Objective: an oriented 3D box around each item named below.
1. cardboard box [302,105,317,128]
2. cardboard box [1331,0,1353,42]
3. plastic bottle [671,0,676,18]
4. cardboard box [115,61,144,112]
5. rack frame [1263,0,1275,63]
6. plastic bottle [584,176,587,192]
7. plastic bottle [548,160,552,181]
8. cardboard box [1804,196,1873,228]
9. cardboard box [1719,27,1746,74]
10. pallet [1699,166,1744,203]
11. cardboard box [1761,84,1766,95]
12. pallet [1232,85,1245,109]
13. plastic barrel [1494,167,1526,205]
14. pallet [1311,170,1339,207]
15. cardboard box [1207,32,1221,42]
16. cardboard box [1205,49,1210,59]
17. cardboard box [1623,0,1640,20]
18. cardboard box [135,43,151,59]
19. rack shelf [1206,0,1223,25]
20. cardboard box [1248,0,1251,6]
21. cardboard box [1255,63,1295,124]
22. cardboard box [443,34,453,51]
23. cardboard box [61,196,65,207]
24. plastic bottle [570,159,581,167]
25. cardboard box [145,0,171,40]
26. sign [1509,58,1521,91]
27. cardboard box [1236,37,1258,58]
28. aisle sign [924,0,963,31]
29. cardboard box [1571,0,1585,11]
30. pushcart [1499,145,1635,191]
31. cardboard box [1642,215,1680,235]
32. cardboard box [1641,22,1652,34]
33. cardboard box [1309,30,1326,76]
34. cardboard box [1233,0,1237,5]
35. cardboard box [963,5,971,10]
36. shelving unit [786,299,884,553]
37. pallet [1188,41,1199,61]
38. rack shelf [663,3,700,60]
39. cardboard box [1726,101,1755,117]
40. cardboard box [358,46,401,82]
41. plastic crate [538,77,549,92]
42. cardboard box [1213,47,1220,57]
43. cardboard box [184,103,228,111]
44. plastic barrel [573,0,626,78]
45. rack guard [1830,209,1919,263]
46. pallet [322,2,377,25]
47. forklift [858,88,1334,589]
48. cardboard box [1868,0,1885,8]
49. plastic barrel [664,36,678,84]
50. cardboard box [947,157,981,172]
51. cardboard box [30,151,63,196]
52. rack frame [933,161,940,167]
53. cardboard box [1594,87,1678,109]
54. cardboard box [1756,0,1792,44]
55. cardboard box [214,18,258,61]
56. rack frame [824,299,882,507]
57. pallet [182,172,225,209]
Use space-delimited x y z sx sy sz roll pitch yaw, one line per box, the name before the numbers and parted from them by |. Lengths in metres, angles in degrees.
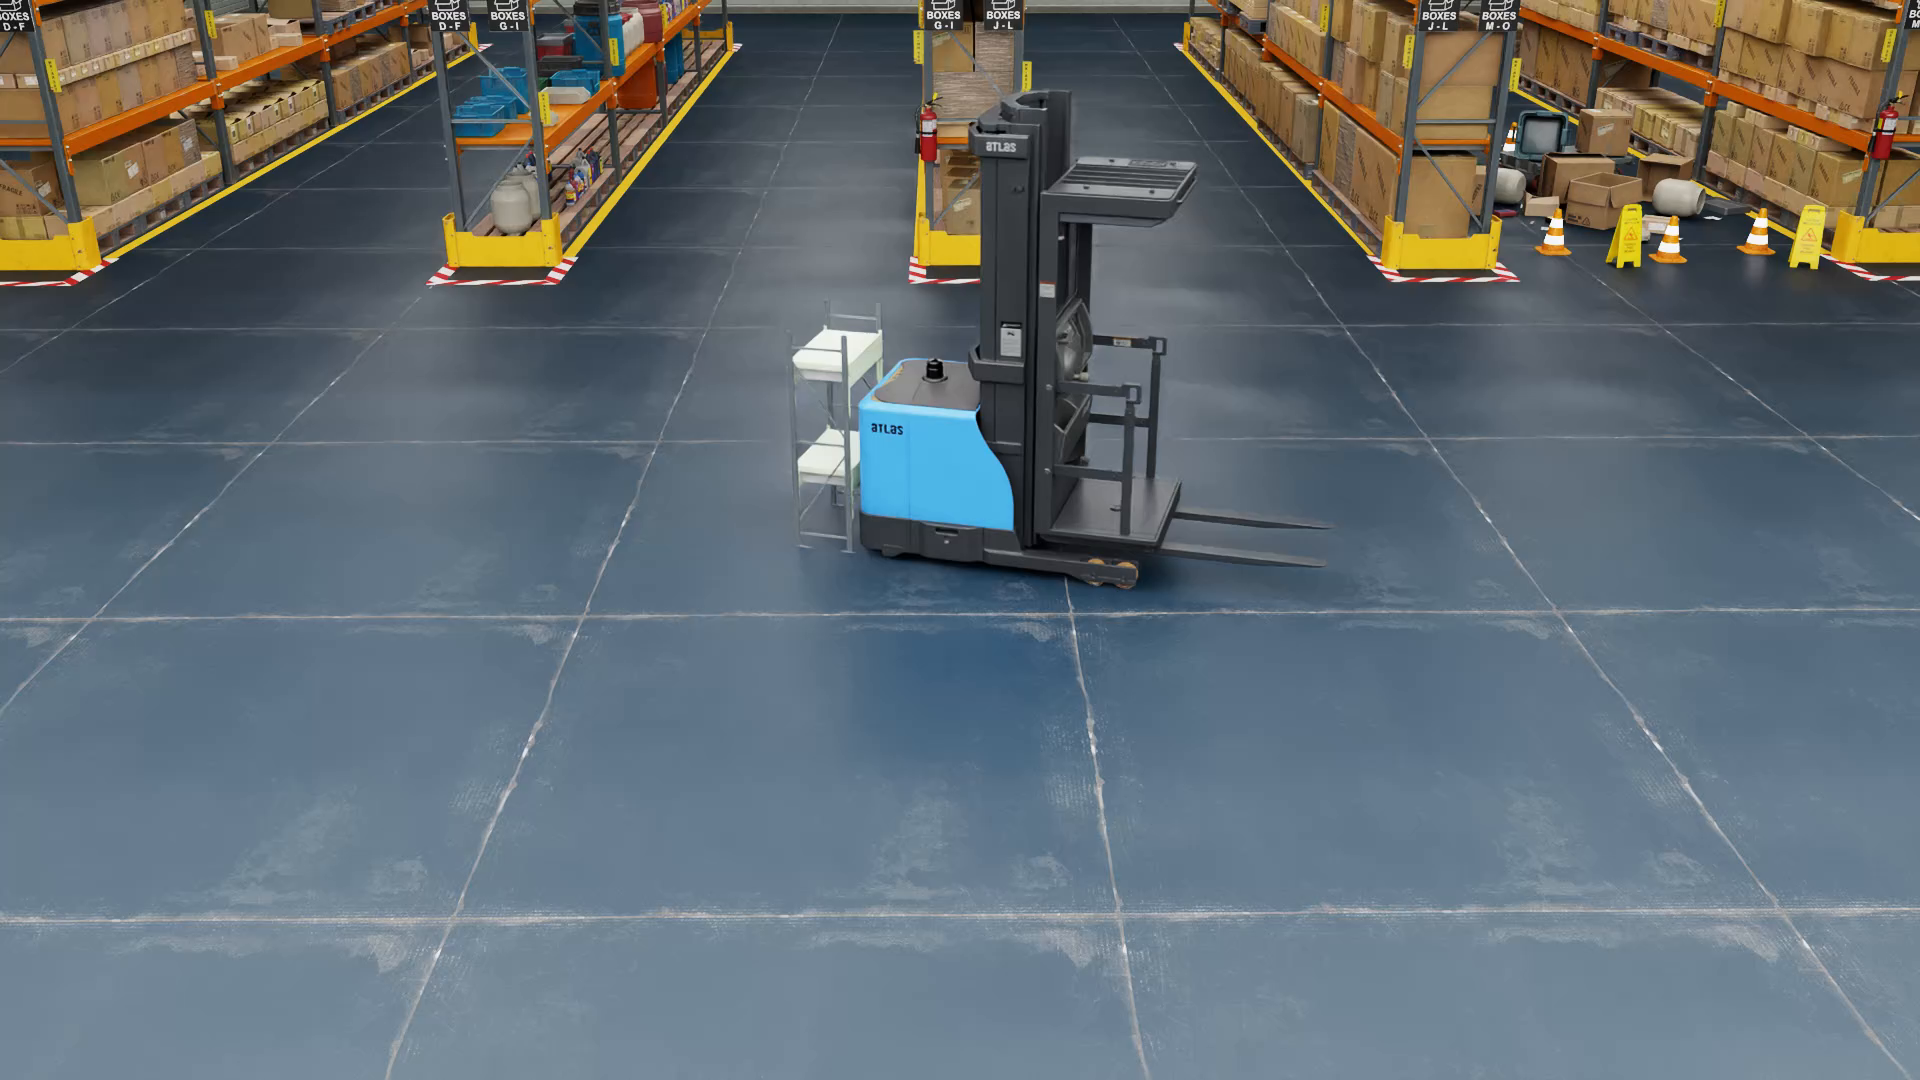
cardboard box | -9.599 -6.095 23.914 0.500 0.250 0.500 -1 24 -1
cardboard box | 5.022 -6.368 20.198 0.875 0.550 0.550 0 24 -1
plastic bottle | -4.559 -8.435 26.402 0.061 0.283 0.133 0 24 -1
cardboard box | -9.782 -5.164 18.907 0.700 0.500 0.500 0 24 1
rack frame | 5.009 -7.608 24.433 1.000 3.000 0.127 0 24 -1
plastic bottle | -4.533 -4.291 19.959 0.097 0.201 0.097 0 24 0
plastic bottle | -5.123 -4.617 20.499 0.144 0.351 0.185 0 24 -1
cardboard box | 9.767 -3.656 18.521 0.500 0.250 0.500 0 24 -1
cardboard box | 9.727 -6.023 20.444 0.500 0.500 0.500 0 24 -1
pallet | 10.044 -4.477 20.893 1.003 0.211 1.213 0 24 -1
cardboard box | 9.774 -5.353 19.751 0.380 0.149 0.250 0 24 -1
pallet | 4.992 -7.161 26.828 1.003 0.211 1.213 0 24 -1
plastic barrel | 6.599 -4.326 20.301 0.512 0.421 0.421 19 30 35
pallet | 4.983 -4.376 20.669 1.003 0.211 1.213 0 24 -1
cardboard box | 4.629 -8.992 29.719 0.380 0.149 0.250 -1 24 -3
cardboard box | 4.609 -8.736 29.875 0.380 0.149 0.250 0 24 -1
cardboard box | 9.744 -7.644 23.518 0.500 0.500 0.500 1 24 2
cardboard box | -9.584 -5.643 19.179 0.380 0.149 0.250 0 24 1
rack shelf | 4.944 -9.753 30.047 1.077 0.370 4.000 0 24 -1
cardboard box | 4.544 -8.132 25.025 0.380 0.149 0.250 1 24 1
cardboard box | 4.926 -6.523 24.254 1.050 0.750 0.750 -1 24 -1
cardboard box | -9.712 -9.214 30.786 0.500 0.250 0.500 0 24 -1
cardboard box | -10.089 -3.652 18.513 0.500 0.250 0.500 0 24 -1
plastic bottle | -4.711 -4.562 20.469 0.152 0.276 0.135 0 24 -1
cardboard box | -9.796 -6.182 19.583 0.700 0.500 0.500 0 24 -1
sign | 5.651 -4.742 16.949 0.100 0.325 0.005 0 24 -1
cardboard box | 4.719 -7.915 26.725 0.500 0.250 0.500 1 24 1
aisle sign | -0.164 -5.489 16.591 0.394 0.787 0.004 0 24 -1
cardboard box | 9.689 -8.241 25.408 0.500 0.250 0.500 -1 24 -2
pushcart | 7.722 -4.798 21.402 1.648 0.377 0.936 -9 26 -19
cardboard box | 8.011 -3.608 19.046 0.380 0.149 0.250 13 27 27
cardboard box | 9.765 -7.172 23.264 0.380 0.149 0.250 1 24 3
cardboard box | 4.780 -6.220 21.240 0.500 0.500 0.500 0 24 -1
cardboard box | 4.529 -8.527 26.259 0.380 0.149 0.250 -1 24 -3
cardboard box | -0.132 -5.605 18.308 0.500 0.500 0.500 0 24 -1
shelving unit | -0.813 -0.765 11.122 0.431 1.500 0.755 6 25 13
pallet | 4.896 -9.268 31.486 1.003 0.211 1.213 0 24 -1
rack shelf | -4.926 -8.102 26.397 1.077 0.370 4.000 0 24 -1
cardboard box | 9.679 -5.304 20.467 0.380 0.149 0.250 0 24 0
cardboard box | -9.612 -7.889 27.552 0.500 0.500 0.500 0 24 0
plastic crate | -5.128 -5.300 19.586 0.450 0.188 0.662 0 24 -1
cardboard box | 4.629 -8.524 29.047 0.380 0.149 0.250 -1 24 -3
cardboard box | -10.120 -5.716 22.395 0.500 0.311 0.500 0 24 -1
plastic barrel | -4.562 -6.346 21.033 0.600 0.901 0.708 0 24 -1
rack guard | 10.044 -3.268 17.869 1.175 0.500 0.348 0 24 -1
pallet | -9.883 -8.299 26.192 1.003 0.211 1.213 0 24 -1
forklift | 0.910 -1.268 10.497 3.031 2.935 1.130 6 25 14
cardboard box | 14.718 -8.606 26.004 0.797 0.503 0.637 -1 24 -2
plastic barrel | -4.951 -7.973 27.275 0.600 0.901 0.708 0 24 -1
cardboard box | 0.117 -4.145 19.299 0.500 0.500 0.500 2 24 4
cardboard box | -10.099 -4.200 18.814 0.500 0.500 0.500 0 24 -1
rack frame | 0.092 -5.980 20.831 1.000 3.000 0.127 0 24 -1
cardboard box | 9.954 -6.433 24.514 0.950 0.372 0.625 -2 24 -4
cardboard box | 9.751 -6.061 19.315 0.700 0.500 0.500 -1 24 -2
cardboard box | -9.817 -6.722 22.351 0.500 0.500 0.500 0 24 0
rack frame | -0.720 -0.911 11.444 0.400 1.500 0.023 6 25 13
pallet | -9.847 -4.338 20.586 1.003 0.211 1.213 0 24 -1
